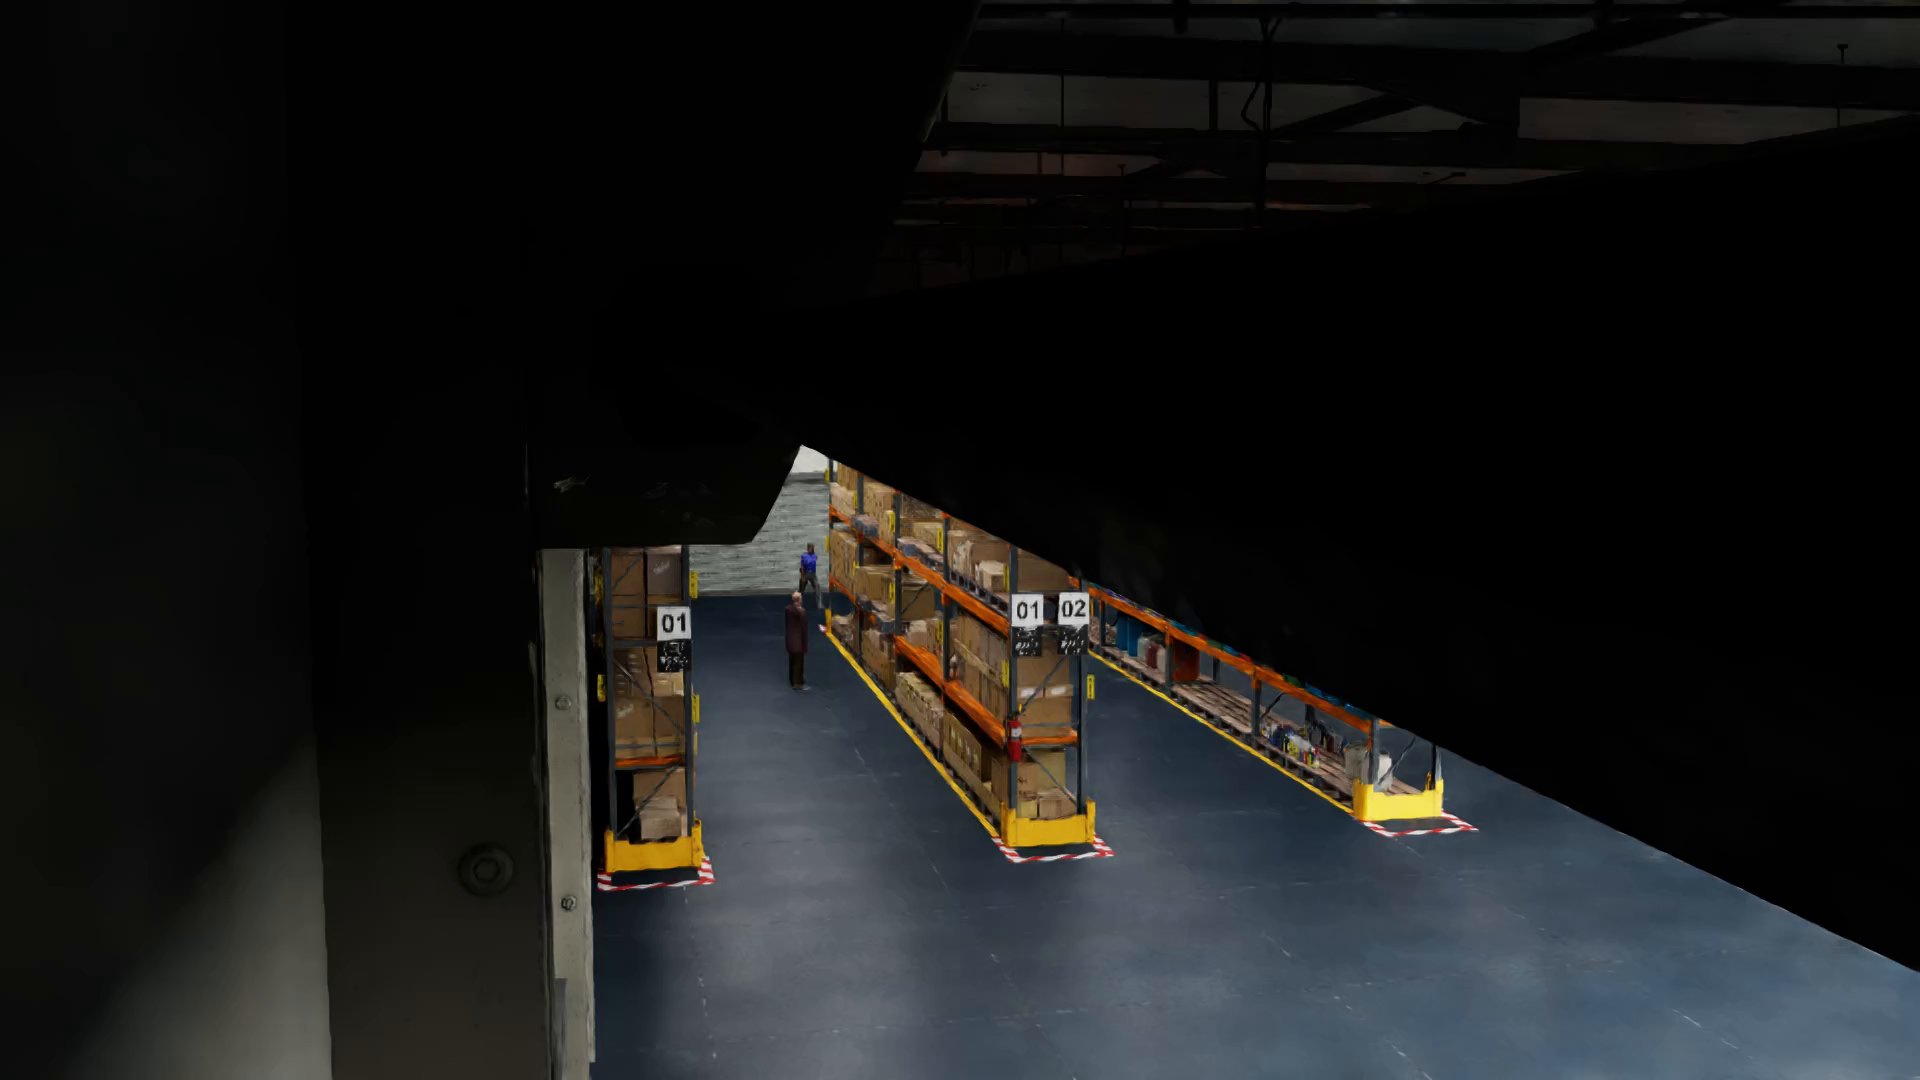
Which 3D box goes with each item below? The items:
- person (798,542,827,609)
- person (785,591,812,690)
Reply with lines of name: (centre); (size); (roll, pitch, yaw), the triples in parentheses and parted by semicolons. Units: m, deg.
person: (-3.597, 0.839, 39.612); (0.490, 1.606, 0.940); (-5, 8, -35)
person: (-2.945, 1.874, 30.444); (0.520, 1.675, 0.656); (-6, 9, -41)
